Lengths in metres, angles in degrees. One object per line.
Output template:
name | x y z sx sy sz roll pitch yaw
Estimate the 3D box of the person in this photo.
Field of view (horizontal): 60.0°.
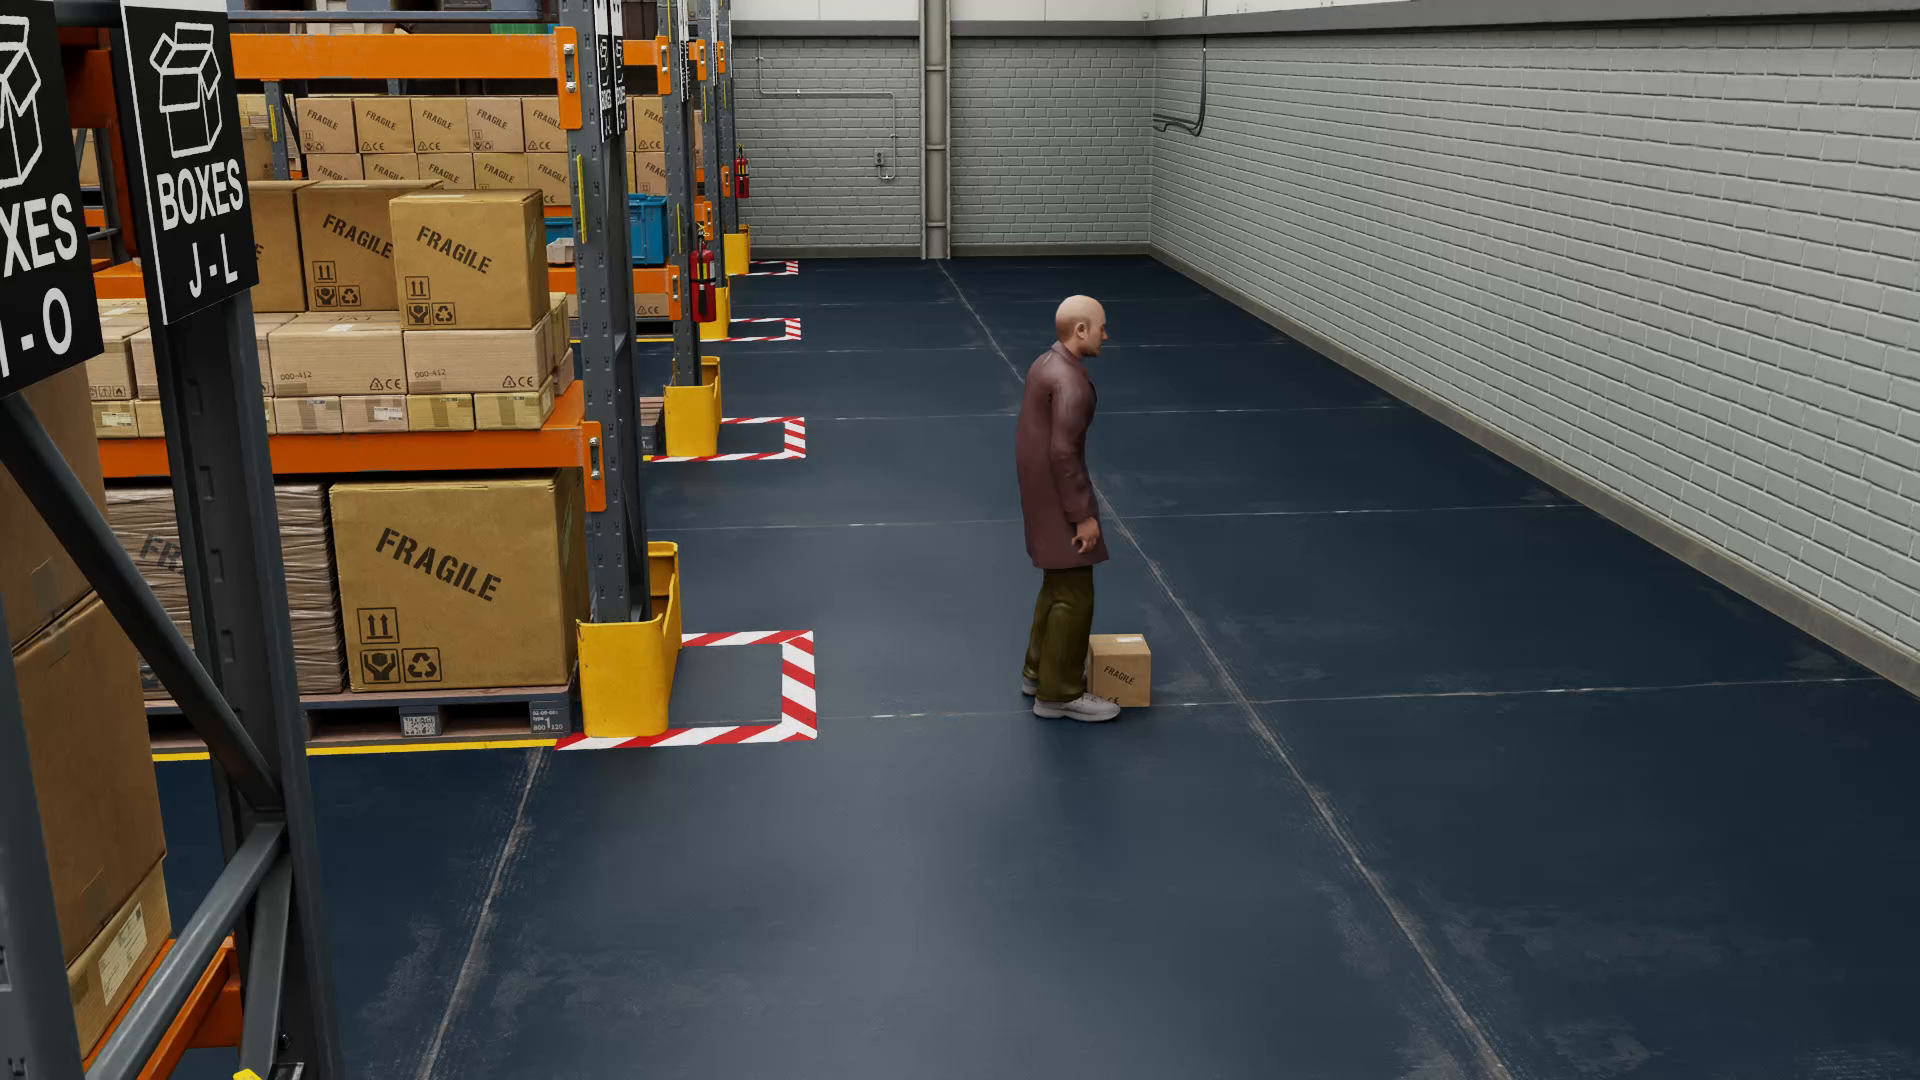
person | 0.451 -0.148 7.063 0.423 1.774 0.642 -2 17 -5
